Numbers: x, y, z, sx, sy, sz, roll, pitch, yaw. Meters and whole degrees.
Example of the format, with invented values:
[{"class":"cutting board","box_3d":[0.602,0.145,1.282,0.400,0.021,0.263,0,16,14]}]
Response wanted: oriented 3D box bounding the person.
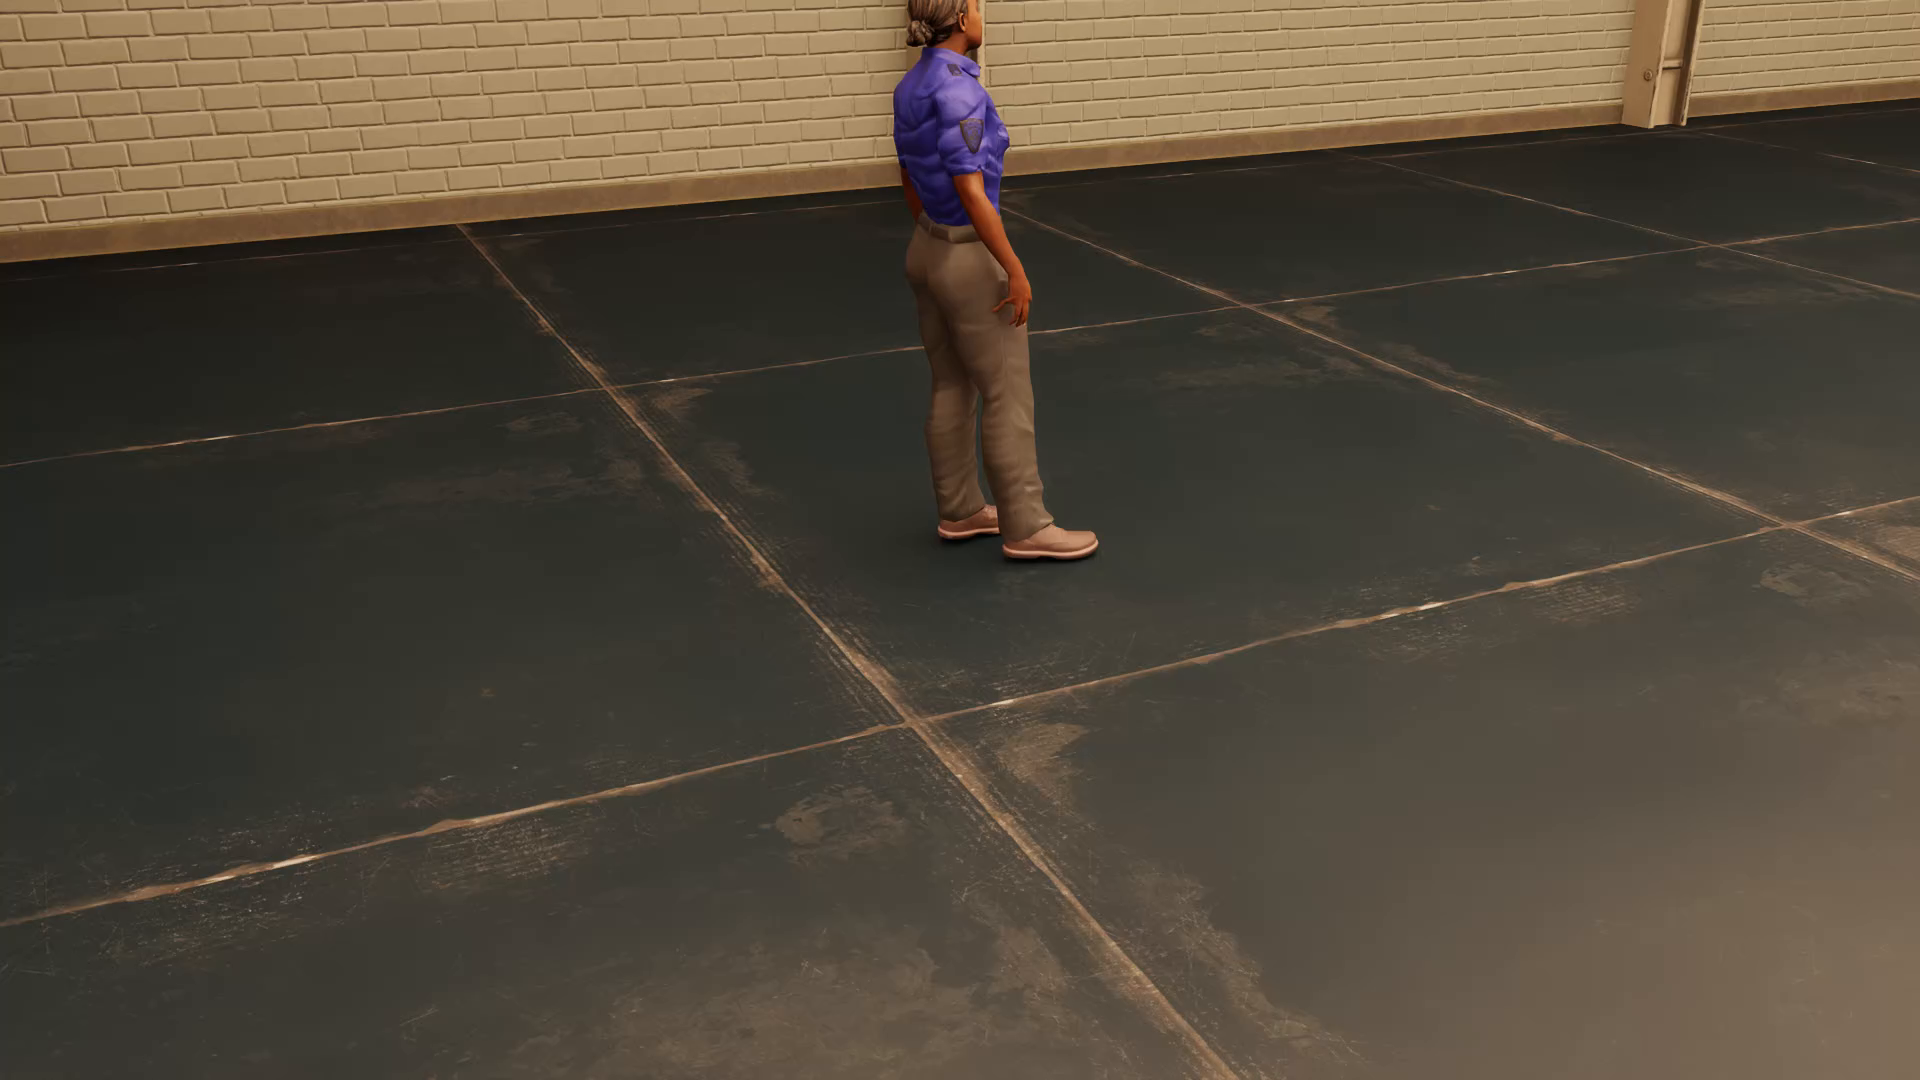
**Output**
[{"class":"person","box_3d":[0.088,-0.778,4.804,0.504,1.654,0.569,-10,25,-23]}]
